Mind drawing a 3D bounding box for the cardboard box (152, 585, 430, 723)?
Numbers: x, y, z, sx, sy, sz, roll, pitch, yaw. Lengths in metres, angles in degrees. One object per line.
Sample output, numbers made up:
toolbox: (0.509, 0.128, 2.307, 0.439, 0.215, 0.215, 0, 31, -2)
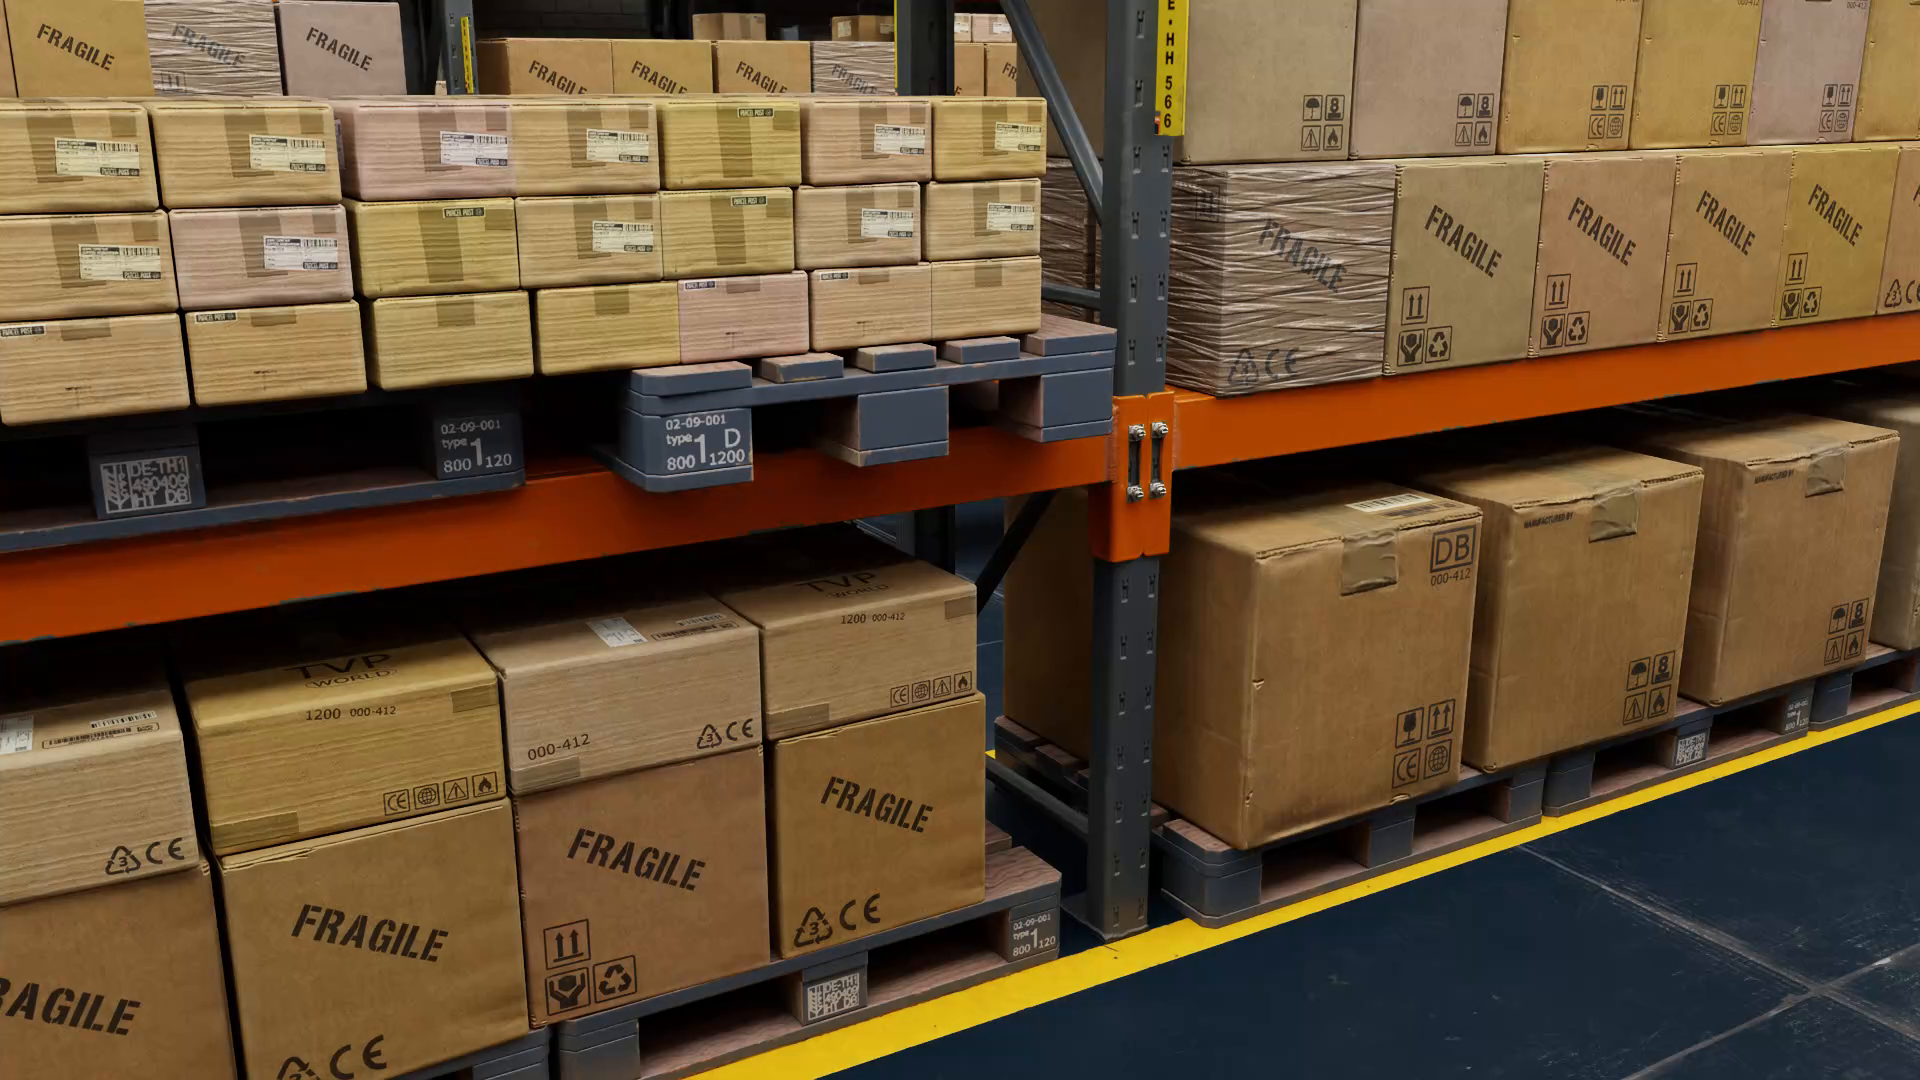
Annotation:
cardboard box: (-1.436, 0.213, 3.555, 0.500, 0.250, 0.500, -9, 18, -29)

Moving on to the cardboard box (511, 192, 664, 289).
cardboard box: (-0.710, -0.544, 2.930, 0.250, 0.149, 0.380, -9, 18, -30)

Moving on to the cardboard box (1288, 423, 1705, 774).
cardboard box: (1.461, 0.092, 4.915, 0.750, 0.750, 1.050, -9, 18, -29)

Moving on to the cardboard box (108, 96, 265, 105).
cardboard box: (-1.476, -0.768, 3.179, 0.250, 0.149, 0.380, -9, 18, -28)

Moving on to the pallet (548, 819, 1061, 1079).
pallet: (-0.525, 0.848, 3.994, 1.213, 0.211, 1.003, -9, 18, -30)

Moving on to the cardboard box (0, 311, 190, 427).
cardboard box: (-1.375, -0.294, 2.588, 0.250, 0.149, 0.380, -10, 19, -32)

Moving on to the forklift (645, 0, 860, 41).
forklift: (-1.330, -2.699, 11.609, 3.031, 2.935, 1.130, -9, 18, -30)

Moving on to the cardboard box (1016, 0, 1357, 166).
cardboard box: (0.535, -1.193, 4.070, 0.500, 0.500, 0.700, -9, 18, -30)

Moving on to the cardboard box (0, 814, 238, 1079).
cardboard box: (-1.619, 0.763, 2.983, 0.500, 0.500, 0.500, -9, 18, -29)

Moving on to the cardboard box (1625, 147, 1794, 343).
cardboard box: (1.964, -0.861, 4.740, 0.500, 0.500, 0.500, -9, 18, -30)

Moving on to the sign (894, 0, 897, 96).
sign: (-0.143, -1.289, 4.304, 0.005, 0.325, 0.100, -9, 18, -30)

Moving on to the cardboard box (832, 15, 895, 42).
cardboard box: (-0.525, -2.838, 9.260, 0.250, 0.149, 0.380, -8, 18, -27)

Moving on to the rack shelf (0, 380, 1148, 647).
rack shelf: (-1.569, 0.021, 3.109, 4.000, 0.370, 1.077, -9, 18, -30)

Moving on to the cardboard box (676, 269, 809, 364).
cardboard box: (-0.475, -0.440, 3.108, 0.250, 0.149, 0.380, -9, 18, -29)

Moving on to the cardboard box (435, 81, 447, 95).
cardboard box: (-3.972, -3.337, 12.371, 0.250, 0.149, 0.380, -9, 18, -29)

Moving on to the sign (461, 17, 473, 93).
sign: (-2.202, -2.164, 7.427, 0.005, 0.325, 0.100, -9, 18, -30)

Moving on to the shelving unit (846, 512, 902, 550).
shelving unit: (0.073, -0.734, 7.250, 1.048, 1.500, 0.538, -9, 18, -30)

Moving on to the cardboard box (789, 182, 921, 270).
cardboard box: (-0.271, -0.616, 3.187, 0.250, 0.149, 0.380, -8, 18, -28)

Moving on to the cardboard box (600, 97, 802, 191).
cardboard box: (-0.480, -0.726, 3.027, 0.250, 0.149, 0.380, -9, 18, -28)

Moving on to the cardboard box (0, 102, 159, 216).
cardboard box: (-1.372, -0.581, 2.512, 0.250, 0.149, 0.380, -9, 18, -28)

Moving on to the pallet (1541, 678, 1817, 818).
pallet: (1.905, 0.479, 5.310, 1.213, 0.211, 1.003, -9, 18, -30)

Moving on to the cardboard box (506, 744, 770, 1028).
cardboard box: (-0.731, 0.622, 3.488, 0.500, 0.500, 0.500, -8, 18, -27)

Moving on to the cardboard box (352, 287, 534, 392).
cardboard box: (-0.920, -0.368, 2.852, 0.250, 0.149, 0.380, -10, 19, -32)

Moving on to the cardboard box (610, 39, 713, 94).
cardboard box: (-1.543, -2.211, 8.226, 0.500, 0.500, 0.500, -8, 18, -27)

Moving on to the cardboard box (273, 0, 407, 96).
cardboard box: (-2.799, -2.132, 7.419, 0.500, 0.500, 0.500, -10, 18, -31)

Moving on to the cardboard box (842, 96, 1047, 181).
cardboard box: (-0.039, -0.797, 3.280, 0.250, 0.149, 0.380, -10, 19, -32)

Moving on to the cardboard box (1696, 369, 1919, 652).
cardboard box: (3.088, -0.171, 5.853, 0.750, 0.750, 1.050, -9, 18, -30)

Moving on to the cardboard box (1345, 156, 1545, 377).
cardboard box: (1.104, -0.723, 4.245, 0.500, 0.500, 0.500, -9, 18, -30)

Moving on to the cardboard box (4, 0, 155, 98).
cardboard box: (-3.664, -1.991, 6.917, 0.500, 0.500, 0.500, -9, 18, -30)

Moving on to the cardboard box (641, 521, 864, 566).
cardboard box: (-0.570, 0.077, 4.042, 0.500, 0.250, 0.500, -10, 19, -32)

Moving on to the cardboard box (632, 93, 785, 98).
cardboard box: (-0.579, -0.913, 3.696, 0.250, 0.149, 0.380, -10, 18, -31)

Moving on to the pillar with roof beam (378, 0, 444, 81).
pillar with roof beam: (-2.180, -5.165, 9.162, 0.400, 9.000, 9.100, -9, 18, -30)

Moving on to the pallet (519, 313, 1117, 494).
pallet: (-0.411, -0.387, 3.589, 1.003, 0.211, 1.213, -9, 18, -30)

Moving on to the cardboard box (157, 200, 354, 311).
cardboard box: (-1.148, -0.474, 2.679, 0.250, 0.149, 0.380, -9, 18, -28)

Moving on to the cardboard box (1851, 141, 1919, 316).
cardboard box: (2.831, -1.003, 5.244, 0.500, 0.500, 0.500, -9, 18, -30)

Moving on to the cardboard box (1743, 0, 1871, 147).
cardboard box: (2.278, -1.476, 5.081, 0.500, 0.500, 0.700, -9, 18, -29)

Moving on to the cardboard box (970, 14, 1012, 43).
cardboard box: (0.075, -2.781, 9.057, 0.250, 0.149, 0.380, -10, 18, -31)

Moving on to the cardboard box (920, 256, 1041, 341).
cardboard box: (-0.041, -0.509, 3.357, 0.250, 0.149, 0.380, -9, 18, -29)

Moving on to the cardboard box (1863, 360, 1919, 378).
cardboard box: (4.149, -0.410, 6.472, 0.875, 0.875, 0.875, -9, 18, -29)

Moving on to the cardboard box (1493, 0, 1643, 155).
cardboard box: (1.407, -1.335, 4.578, 0.500, 0.500, 0.700, -10, 18, -31)

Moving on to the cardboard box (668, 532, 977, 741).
cardboard box: (-0.306, 0.193, 3.628, 0.500, 0.250, 0.500, -10, 18, -31)

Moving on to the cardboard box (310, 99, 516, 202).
cardboard box: (-0.916, -0.656, 2.777, 0.250, 0.149, 0.380, -9, 18, -30)

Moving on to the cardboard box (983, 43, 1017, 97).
cardboard box: (0.236, -2.497, 9.247, 0.500, 0.500, 0.500, -9, 18, -29)

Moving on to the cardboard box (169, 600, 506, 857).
cardboard box: (-1.177, 0.333, 3.130, 0.500, 0.250, 0.500, -9, 18, -28)

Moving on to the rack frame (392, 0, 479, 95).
rack frame: (-2.490, -1.734, 8.040, 0.127, 3.000, 1.000, -9, 18, -30)

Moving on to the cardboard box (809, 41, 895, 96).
cardboard box: (-0.658, -2.354, 8.736, 0.500, 0.500, 0.500, -10, 19, -32)

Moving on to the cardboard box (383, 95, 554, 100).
cardboard box: (-1.019, -0.844, 3.447, 0.250, 0.149, 0.380, -10, 19, -32)
